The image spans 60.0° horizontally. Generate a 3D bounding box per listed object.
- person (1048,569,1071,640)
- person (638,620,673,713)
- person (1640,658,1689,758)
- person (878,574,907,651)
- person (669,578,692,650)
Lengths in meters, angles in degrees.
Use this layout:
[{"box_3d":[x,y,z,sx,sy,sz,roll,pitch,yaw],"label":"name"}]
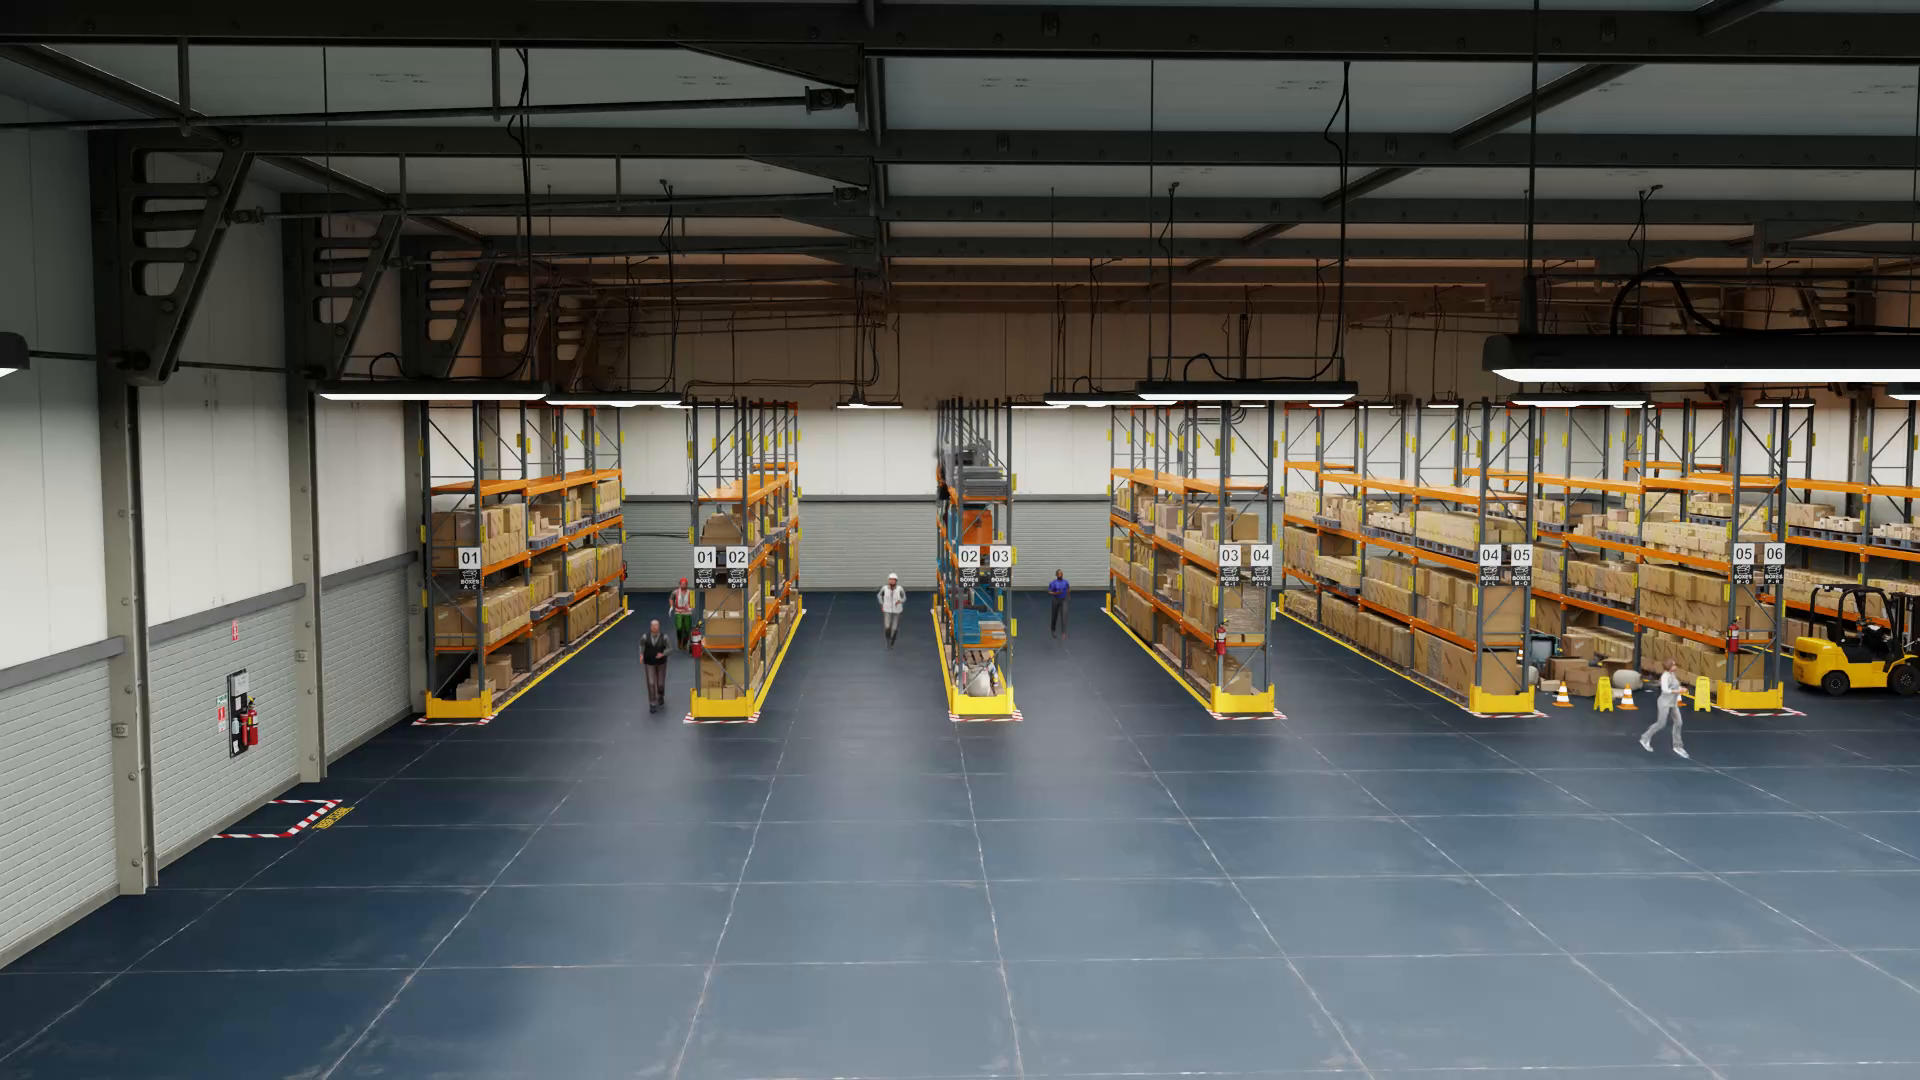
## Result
[{"box_3d":[2.394,1.549,39.886,0.575,1.693,0.893,-1,4,-9],"label":"person"},{"box_3d":[-5.844,2.397,31.892,0.666,1.728,0.828,-1,4,-8],"label":"person"},{"box_3d":[11.734,2.773,27.668,0.778,1.627,0.554,4,6,44],"label":"person"},{"box_3d":[-1.540,1.646,37.858,0.656,1.781,0.671,0,4,-3],"label":"person"},{"box_3d":[-6.609,1.768,39.653,0.655,1.739,0.739,-1,4,-10],"label":"person"}]
